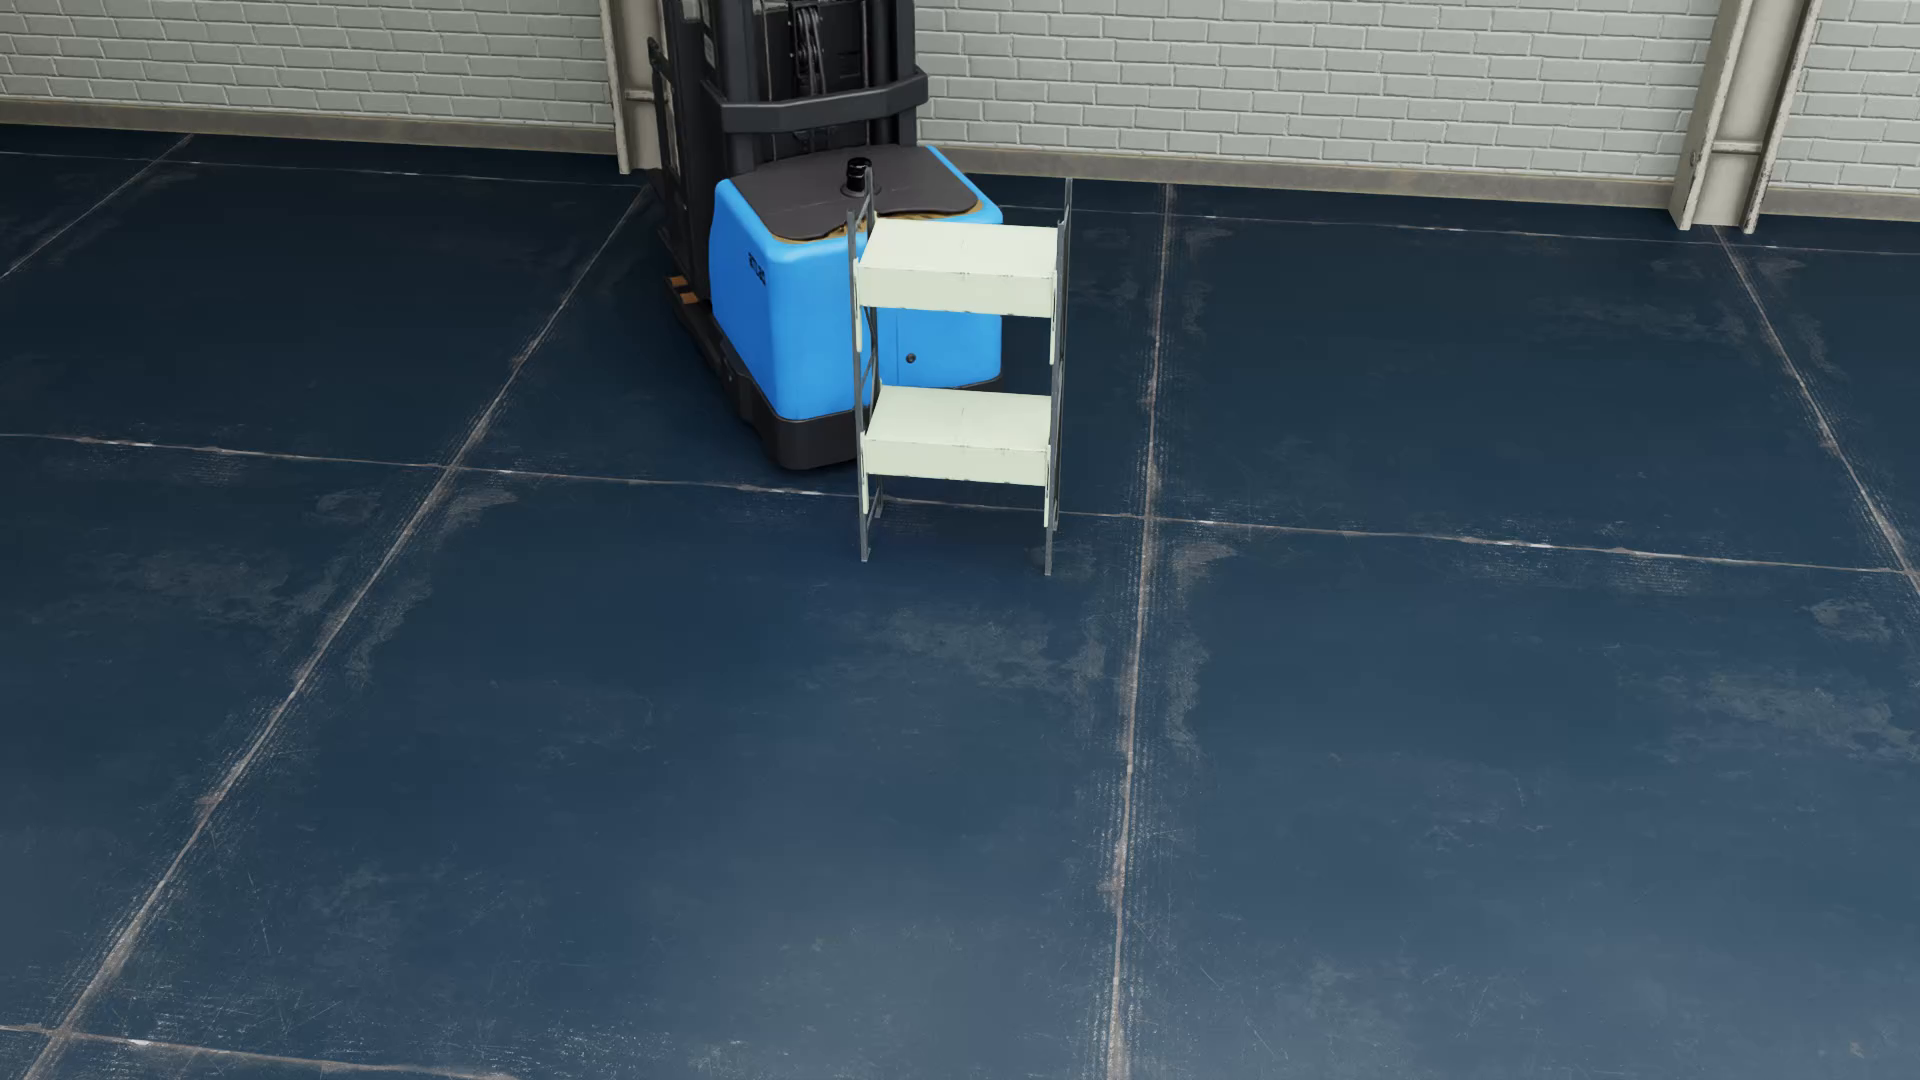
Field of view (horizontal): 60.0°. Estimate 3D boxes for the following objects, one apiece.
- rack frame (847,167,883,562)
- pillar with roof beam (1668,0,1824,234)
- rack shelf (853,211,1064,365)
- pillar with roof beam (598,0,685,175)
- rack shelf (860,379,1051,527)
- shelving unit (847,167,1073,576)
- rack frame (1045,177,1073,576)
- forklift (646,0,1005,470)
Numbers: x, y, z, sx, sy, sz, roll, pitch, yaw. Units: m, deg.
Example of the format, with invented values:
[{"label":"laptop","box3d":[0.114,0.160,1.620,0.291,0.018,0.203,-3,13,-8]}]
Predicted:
[{"label":"rack frame","box3d":[-0.356,-0.637,6.352,0.023,1.500,0.400,4,36,6]},{"label":"pillar with roof beam","box3d":[3.620,-2.963,3.155,0.400,9.000,9.100,4,36,6]},{"label":"rack shelf","box3d":[0.007,-0.928,6.087,0.720,0.370,0.431,4,36,6]},{"label":"pillar with roof beam","box3d":[-2.332,-3.407,3.777,0.400,9.000,9.100,4,36,6]},{"label":"rack shelf","box3d":[0.007,-0.345,6.503,0.720,0.370,0.431,4,36,6]},{"label":"shelving unit","box3d":[0.007,-0.610,6.314,0.755,1.500,0.431,4,36,6]},{"label":"rack frame","box3d":[0.370,-0.583,6.276,0.023,1.500,0.400,4,36,6]},{"label":"forklift","box3d":[-0.846,-2.340,7.505,1.130,2.935,3.031,-14,38,-18]}]
